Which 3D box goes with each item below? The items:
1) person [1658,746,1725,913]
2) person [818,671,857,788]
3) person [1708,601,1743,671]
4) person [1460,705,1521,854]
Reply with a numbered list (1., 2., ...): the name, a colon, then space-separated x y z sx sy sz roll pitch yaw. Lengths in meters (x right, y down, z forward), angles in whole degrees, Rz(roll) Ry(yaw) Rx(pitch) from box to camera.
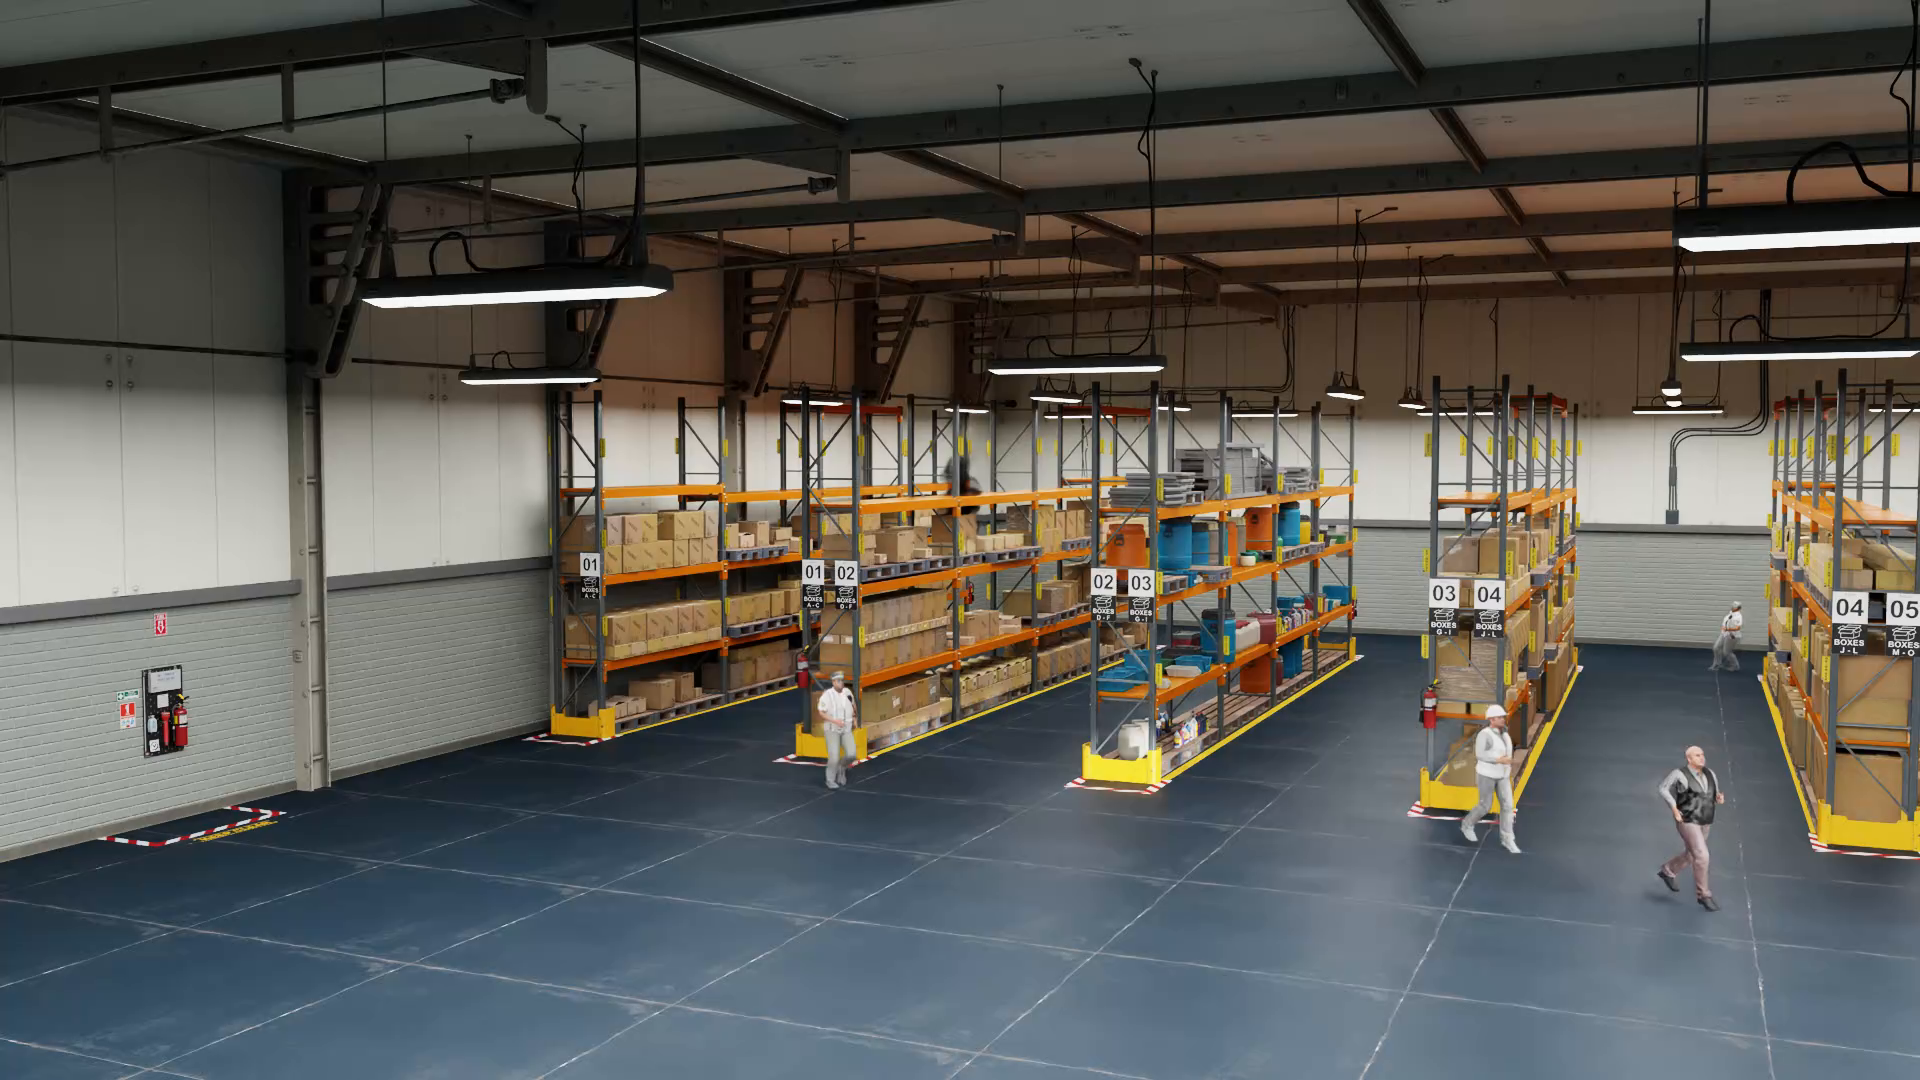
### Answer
1. person: 8.070 3.129 18.296 0.643 1.743 0.894 -1 3 -23
2. person: -1.736 2.781 24.368 0.702 1.744 0.617 -2 4 -33
3. person: 17.112 2.163 37.088 0.604 1.644 0.761 1 3 9
4. person: 6.669 2.967 20.825 0.674 1.824 0.826 -2 4 -30
